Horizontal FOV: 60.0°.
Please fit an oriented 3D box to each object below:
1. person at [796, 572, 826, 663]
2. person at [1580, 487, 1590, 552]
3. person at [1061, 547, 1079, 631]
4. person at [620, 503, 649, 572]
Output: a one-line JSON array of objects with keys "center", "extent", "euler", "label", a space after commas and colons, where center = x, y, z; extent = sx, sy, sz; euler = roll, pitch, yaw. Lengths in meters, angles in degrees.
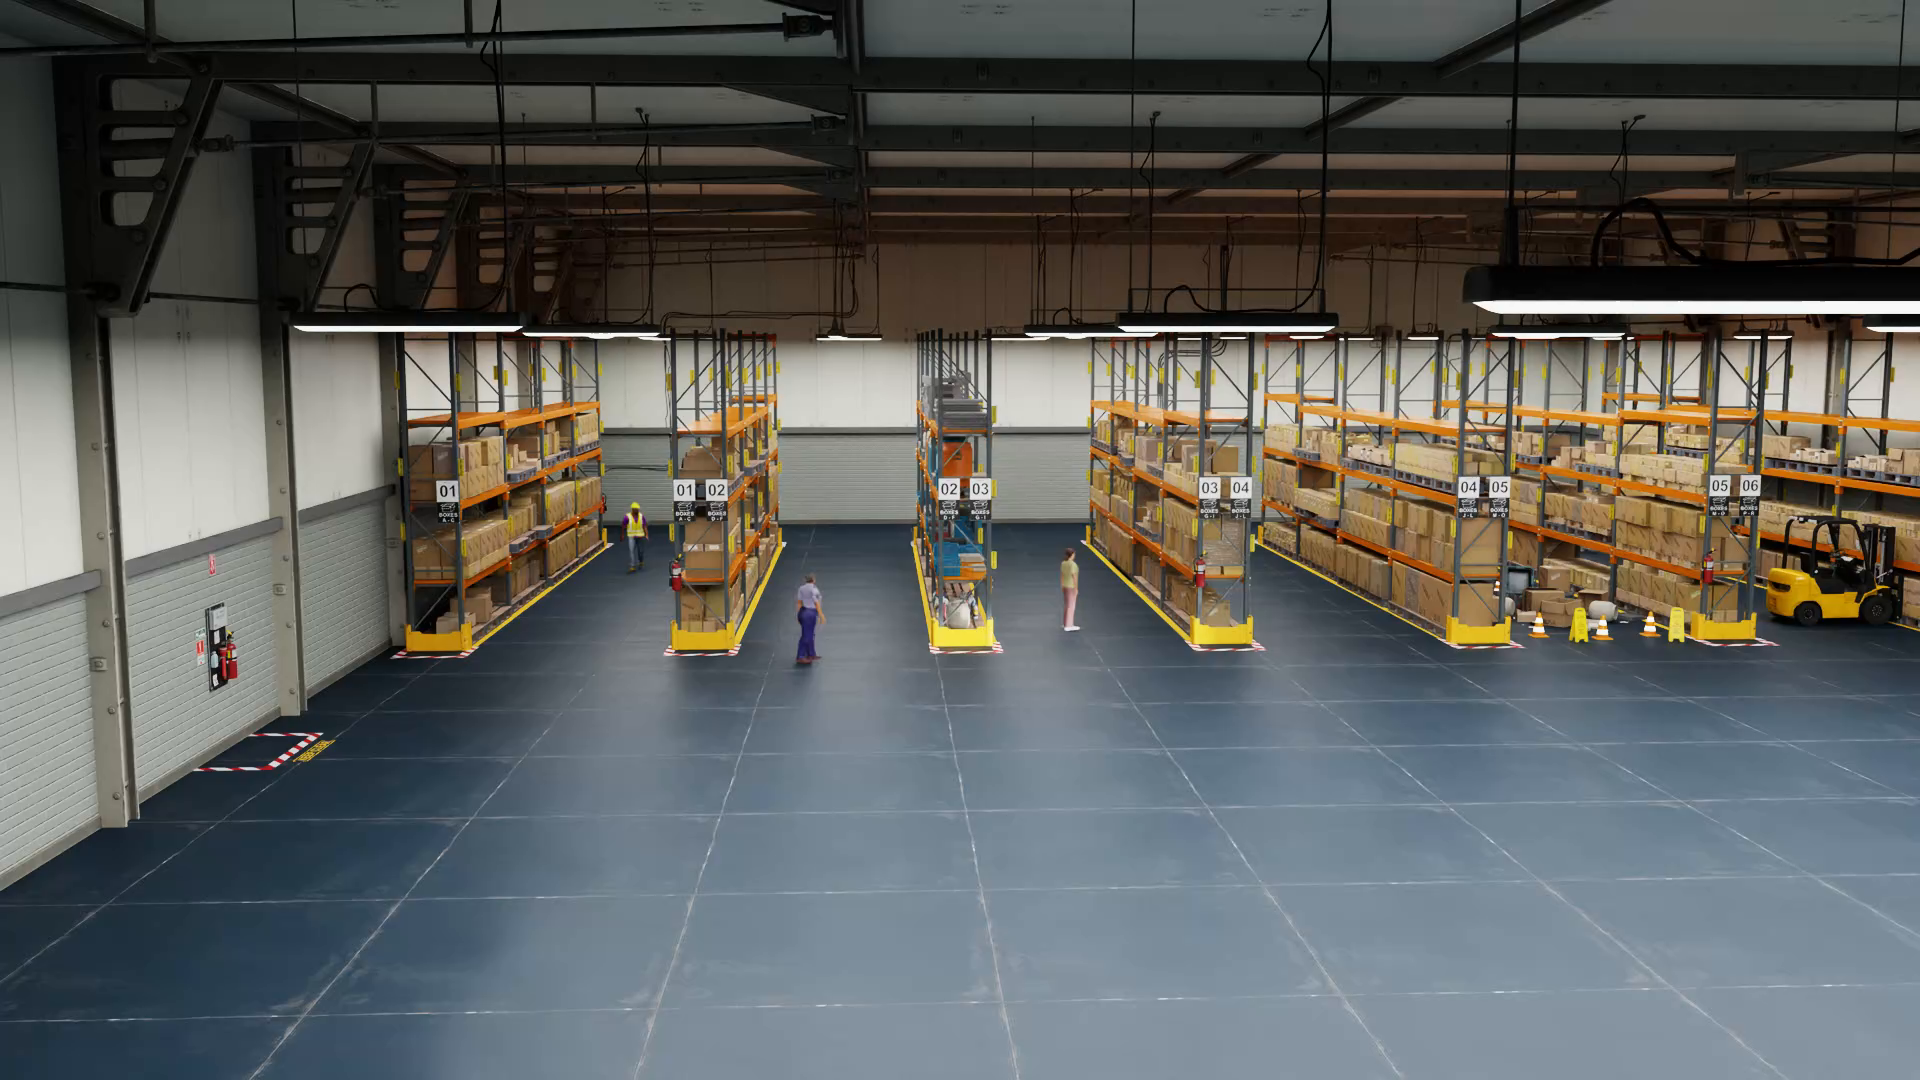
[{"center": [-2.691, 1.394, 29.985], "extent": [0.579, 1.638, 0.563], "euler": [-3, 7, -25], "label": "person"}, {"center": [17.154, -0.568, 45.847], "extent": [0.535, 1.776, 0.616], "euler": [2, 7, 17], "label": "person"}, {"center": [2.251, 0.991, 33.316], "extent": [0.429, 1.709, 0.503], "euler": [-4, 8, -30], "label": "person"}, {"center": [-8.254, -0.089, 42.166], "extent": [0.745, 1.722, 1.080], "euler": [-1, 7, -7], "label": "person"}]
